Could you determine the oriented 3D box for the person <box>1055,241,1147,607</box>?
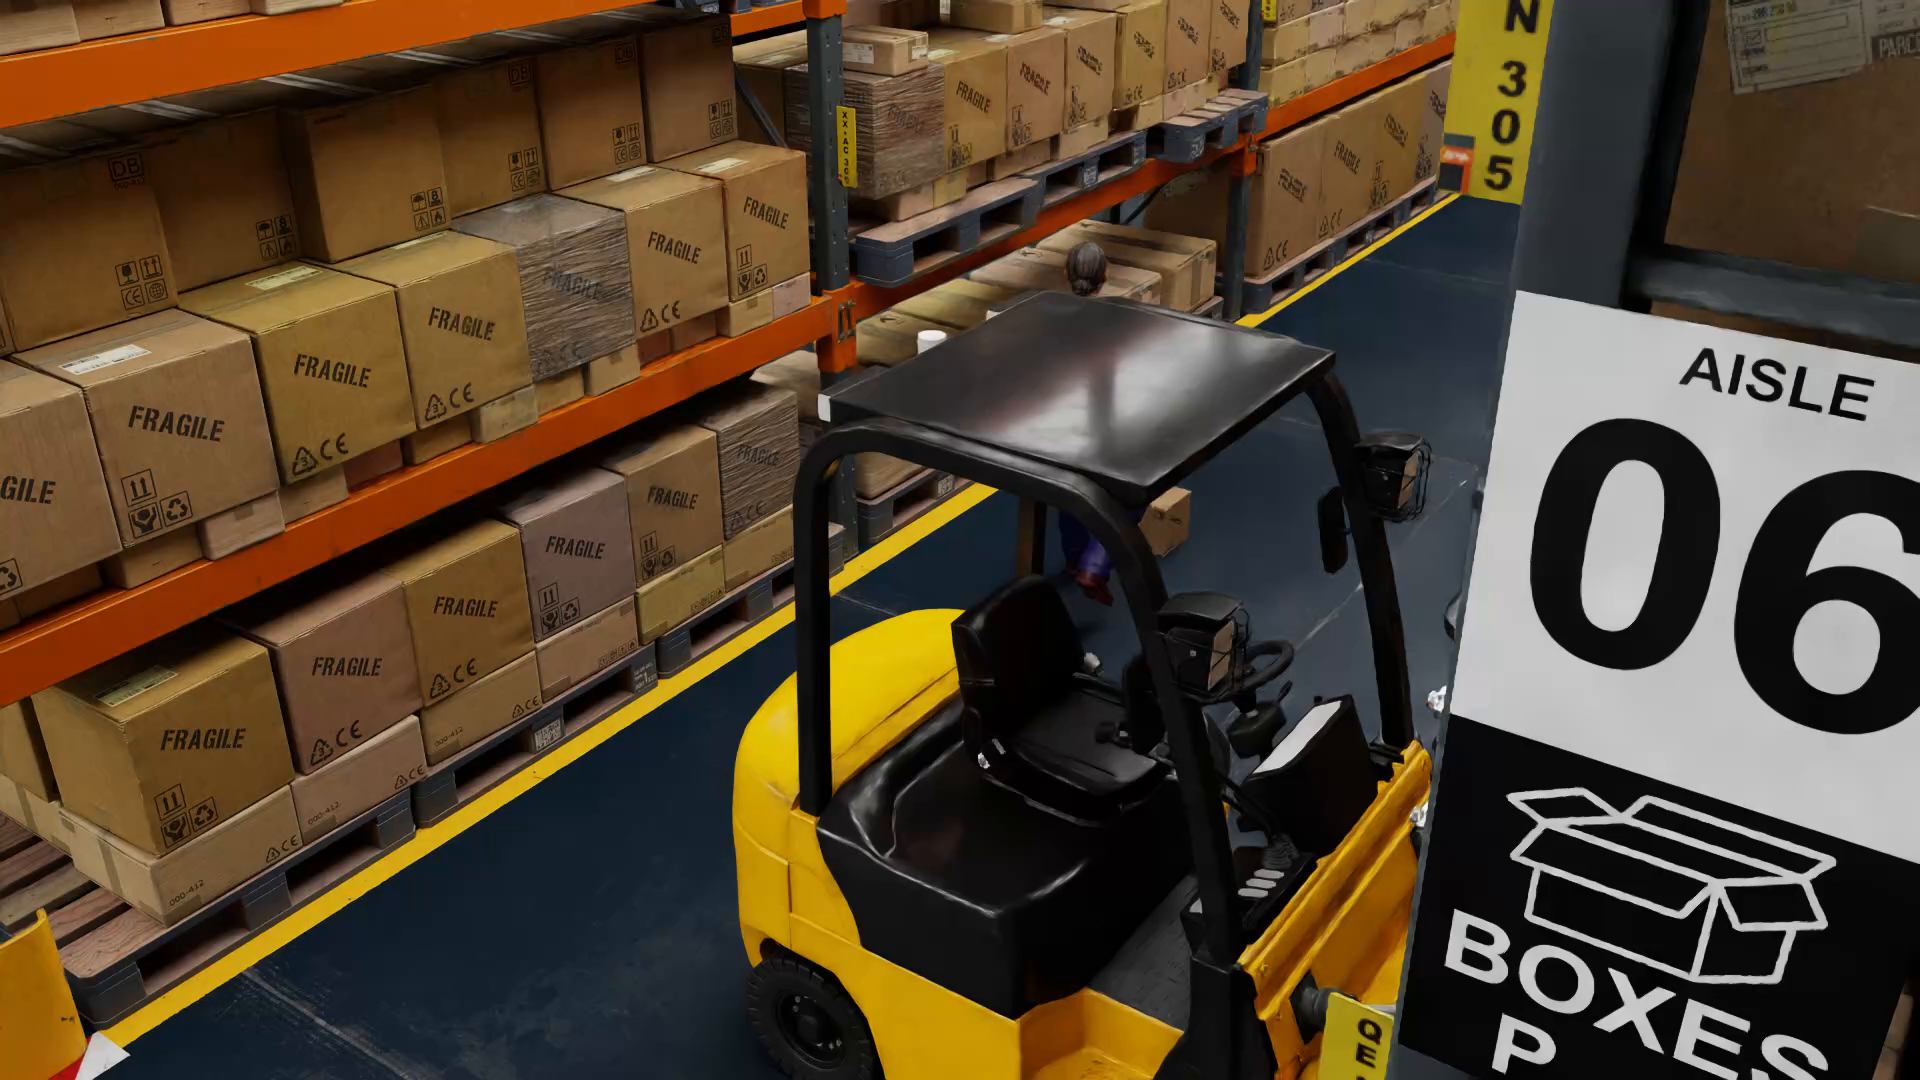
[{"bbox_3d":[0.566,-0.503,7.087,0.486,1.622,0.752,14,30,26],"label":"person"}]
